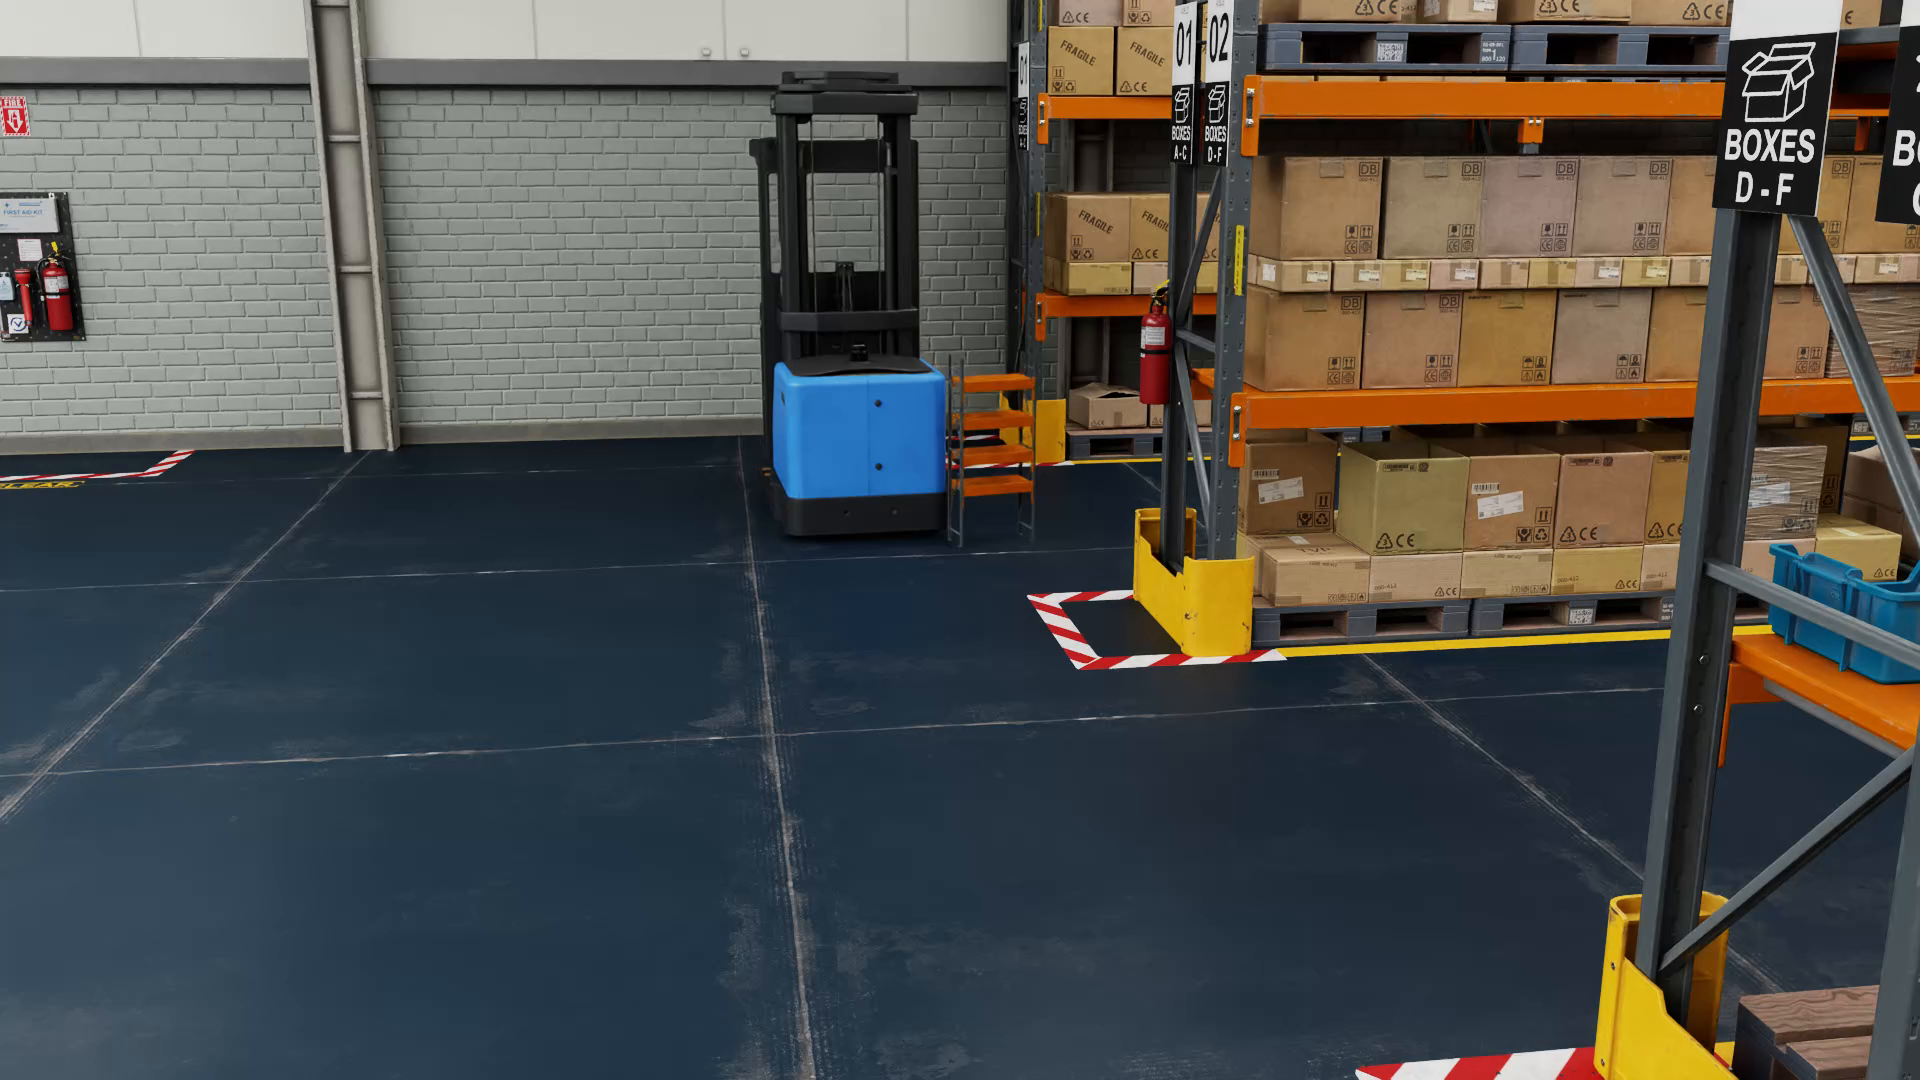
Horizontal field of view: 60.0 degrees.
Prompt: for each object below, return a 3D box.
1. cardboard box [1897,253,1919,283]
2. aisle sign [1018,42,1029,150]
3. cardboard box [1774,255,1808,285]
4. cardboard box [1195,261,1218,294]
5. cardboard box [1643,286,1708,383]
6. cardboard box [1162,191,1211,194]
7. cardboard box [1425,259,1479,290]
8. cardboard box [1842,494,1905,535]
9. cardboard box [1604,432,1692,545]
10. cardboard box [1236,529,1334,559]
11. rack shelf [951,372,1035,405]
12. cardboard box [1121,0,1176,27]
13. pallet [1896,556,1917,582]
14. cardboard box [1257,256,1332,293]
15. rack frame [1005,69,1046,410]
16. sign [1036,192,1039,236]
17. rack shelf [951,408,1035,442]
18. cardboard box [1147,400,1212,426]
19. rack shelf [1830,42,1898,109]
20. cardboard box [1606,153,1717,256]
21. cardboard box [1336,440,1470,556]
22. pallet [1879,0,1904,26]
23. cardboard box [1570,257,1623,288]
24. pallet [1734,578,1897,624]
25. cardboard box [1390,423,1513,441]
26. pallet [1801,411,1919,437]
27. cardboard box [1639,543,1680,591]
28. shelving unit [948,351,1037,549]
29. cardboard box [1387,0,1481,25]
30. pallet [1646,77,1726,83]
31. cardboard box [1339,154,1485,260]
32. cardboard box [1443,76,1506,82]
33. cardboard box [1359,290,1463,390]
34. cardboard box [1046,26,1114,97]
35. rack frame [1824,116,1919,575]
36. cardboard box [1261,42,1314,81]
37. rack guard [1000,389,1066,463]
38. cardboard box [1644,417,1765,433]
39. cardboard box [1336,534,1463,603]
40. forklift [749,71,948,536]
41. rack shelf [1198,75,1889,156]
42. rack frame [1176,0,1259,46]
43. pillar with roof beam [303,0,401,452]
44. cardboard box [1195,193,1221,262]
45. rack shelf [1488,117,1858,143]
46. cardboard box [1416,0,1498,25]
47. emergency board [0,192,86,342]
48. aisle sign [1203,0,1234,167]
[{"bbox_3d":[4.972,-1.457,8.824,0.250,0.149,0.380,-2,14,-8],"label":"cardboard box"},{"bbox_3d":[0.485,-3.387,12.718,0.004,0.787,0.394,-2,14,-8],"label":"aisle sign"},{"bbox_3d":[4.209,-1.428,8.711,0.250,0.149,0.380,-2,14,-8],"label":"cardboard box"},{"bbox_3d":[2.058,-2.119,13.271,0.500,0.250,0.500,-2,14,-9],"label":"cardboard box"},{"bbox_3d":[3.754,-1.148,8.927,0.500,0.500,0.700,-2,14,-7],"label":"cardboard box"},{"bbox_3d":[1.956,-2.606,13.672,0.500,0.500,0.500,-2,14,-10],"label":"cardboard box"},{"bbox_3d":[2.431,-1.363,8.451,0.250,0.149,0.380,-2,14,-9],"label":"cardboard box"},{"bbox_3d":[5.576,-0.110,9.781,0.500,0.250,0.500,-2,14,-9],"label":"cardboard box"},{"bbox_3d":[3.793,-0.285,8.939,0.500,0.500,0.500,-2,14,-8],"label":"cardboard box"},{"bbox_3d":[1.740,0.030,9.226,0.500,0.250,0.500,-2,14,-8],"label":"cardboard box"},{"bbox_3d":[0.202,-0.955,10.444,0.480,0.148,0.258,-5,15,-20],"label":"rack shelf"},{"bbox_3d":[1.432,-4.161,12.678,0.500,0.500,0.500,-2,14,-9],"label":"cardboard box"},{"bbox_3d":[5.932,0.162,9.643,1.213,0.211,1.003,-2,14,-8],"label":"pallet"},{"bbox_3d":[1.674,-1.335,8.341,0.250,0.149,0.380,-2,14,-9],"label":"cardboard box"},{"bbox_3d":[0.512,-2.201,13.333,0.127,3.000,1.000,-2,14,-8],"label":"rack frame"},{"bbox_3d":[0.593,-2.491,12.707,0.005,0.325,0.100,-2,14,-8],"label":"sign"},{"bbox_3d":[0.201,-0.726,10.503,0.480,0.148,0.258,-5,15,-20],"label":"rack shelf"},{"bbox_3d":[1.773,-1.135,13.702,0.500,0.311,0.500,-1,14,-4],"label":"cardboard box"},{"bbox_3d":[3.965,-0.997,3.842,4.000,0.370,1.077,-2,14,-8],"label":"rack shelf"},{"bbox_3d":[3.776,-1.778,8.774,0.500,0.500,0.700,-2,14,-8],"label":"cardboard box"},{"bbox_3d":[2.311,-0.228,8.713,0.500,0.500,0.500,-2,14,-8],"label":"cardboard box"},{"bbox_3d":[2.820,-1.188,3.514,1.213,0.211,1.003,-2,14,-8],"label":"pallet"},{"bbox_3d":[3.194,-1.391,8.563,0.250,0.149,0.380,-2,14,-8],"label":"cardboard box"},{"bbox_3d":[4.416,0.216,9.425,1.213,0.211,1.003,-2,14,-8],"label":"pallet"},{"bbox_3d":[2.726,-0.374,9.296,0.500,0.500,0.500,-2,14,-8],"label":"cardboard box"},{"bbox_3d":[7.650,-1.111,14.717,1.213,0.211,1.003,-2,14,-8],"label":"pallet"},{"bbox_3d":[3.795,0.082,9.018,0.500,0.250,0.500,-2,14,-8],"label":"cardboard box"},{"bbox_3d":[0.201,-0.574,10.541,0.503,1.200,0.258,-5,15,-20],"label":"shelving unit"},{"bbox_3d":[2.353,-2.769,8.587,0.500,0.250,0.500,-2,14,-8],"label":"cardboard box"},{"bbox_3d":[6.119,-3.745,13.709,1.003,0.211,1.213,-2,14,-8],"label":"pallet"},{"bbox_3d":[2.289,-1.724,8.556,0.500,0.500,0.700,-2,14,-10],"label":"cardboard box"},{"bbox_3d":[4.002,-3.782,13.221,0.500,0.500,0.500,-2,14,-7],"label":"cardboard box"},{"bbox_3d":[2.236,-1.092,8.706,0.500,0.500,0.700,-2,14,-7],"label":"cardboard box"},{"bbox_3d":[0.880,-3.666,12.762,0.500,0.500,0.500,-2,14,-7],"label":"cardboard box"},{"bbox_3d":[5.209,-1.155,9.160,0.127,3.000,1.000,-2,14,-8],"label":"rack frame"},{"bbox_3d":[2.456,-3.722,12.982,0.500,0.500,0.500,-1,14,-5],"label":"cardboard box"},{"bbox_3d":[0.587,-0.992,13.648,0.348,0.500,1.175,-2,14,-8],"label":"rack guard"},{"bbox_3d":[4.210,-0.427,9.506,0.500,0.500,0.500,-2,14,-8],"label":"cardboard box"},{"bbox_3d":[2.311,0.135,8.805,0.500,0.250,0.500,-2,14,-8],"label":"cardboard box"},{"bbox_3d":[-0.873,-1.757,11.701,1.130,2.935,3.031,-3,14,-11],"label":"forklift"},{"bbox_3d":[3.231,-2.188,8.594,4.000,0.370,1.077,-2,14,-8],"label":"rack shelf"},{"bbox_3d":[1.253,-3.920,7.852,0.127,3.000,1.000,-2,14,-8],"label":"rack frame"},{"bbox_3d":[-4.217,-4.092,8.538,0.400,9.000,9.100,-2,14,-8],"label":"pillar with roof beam"},{"bbox_3d":[2.031,-2.480,13.169,0.500,0.500,0.500,-3,14,-10],"label":"cardboard box"},{"bbox_3d":[6.445,-3.525,13.922,4.000,0.370,1.077,-2,14,-8],"label":"rack shelf"},{"bbox_3d":[2.443,-2.615,8.181,0.250,0.149,0.380,-2,14,-8],"label":"cardboard box"},{"bbox_3d":[-7.307,-2.137,13.076,0.643,1.169,0.194,-2,14,-8],"label":"emergency board"},{"bbox_3d":[1.234,-2.195,7.963,0.004,0.787,0.394,-2,14,-8],"label":"aisle sign"}]
